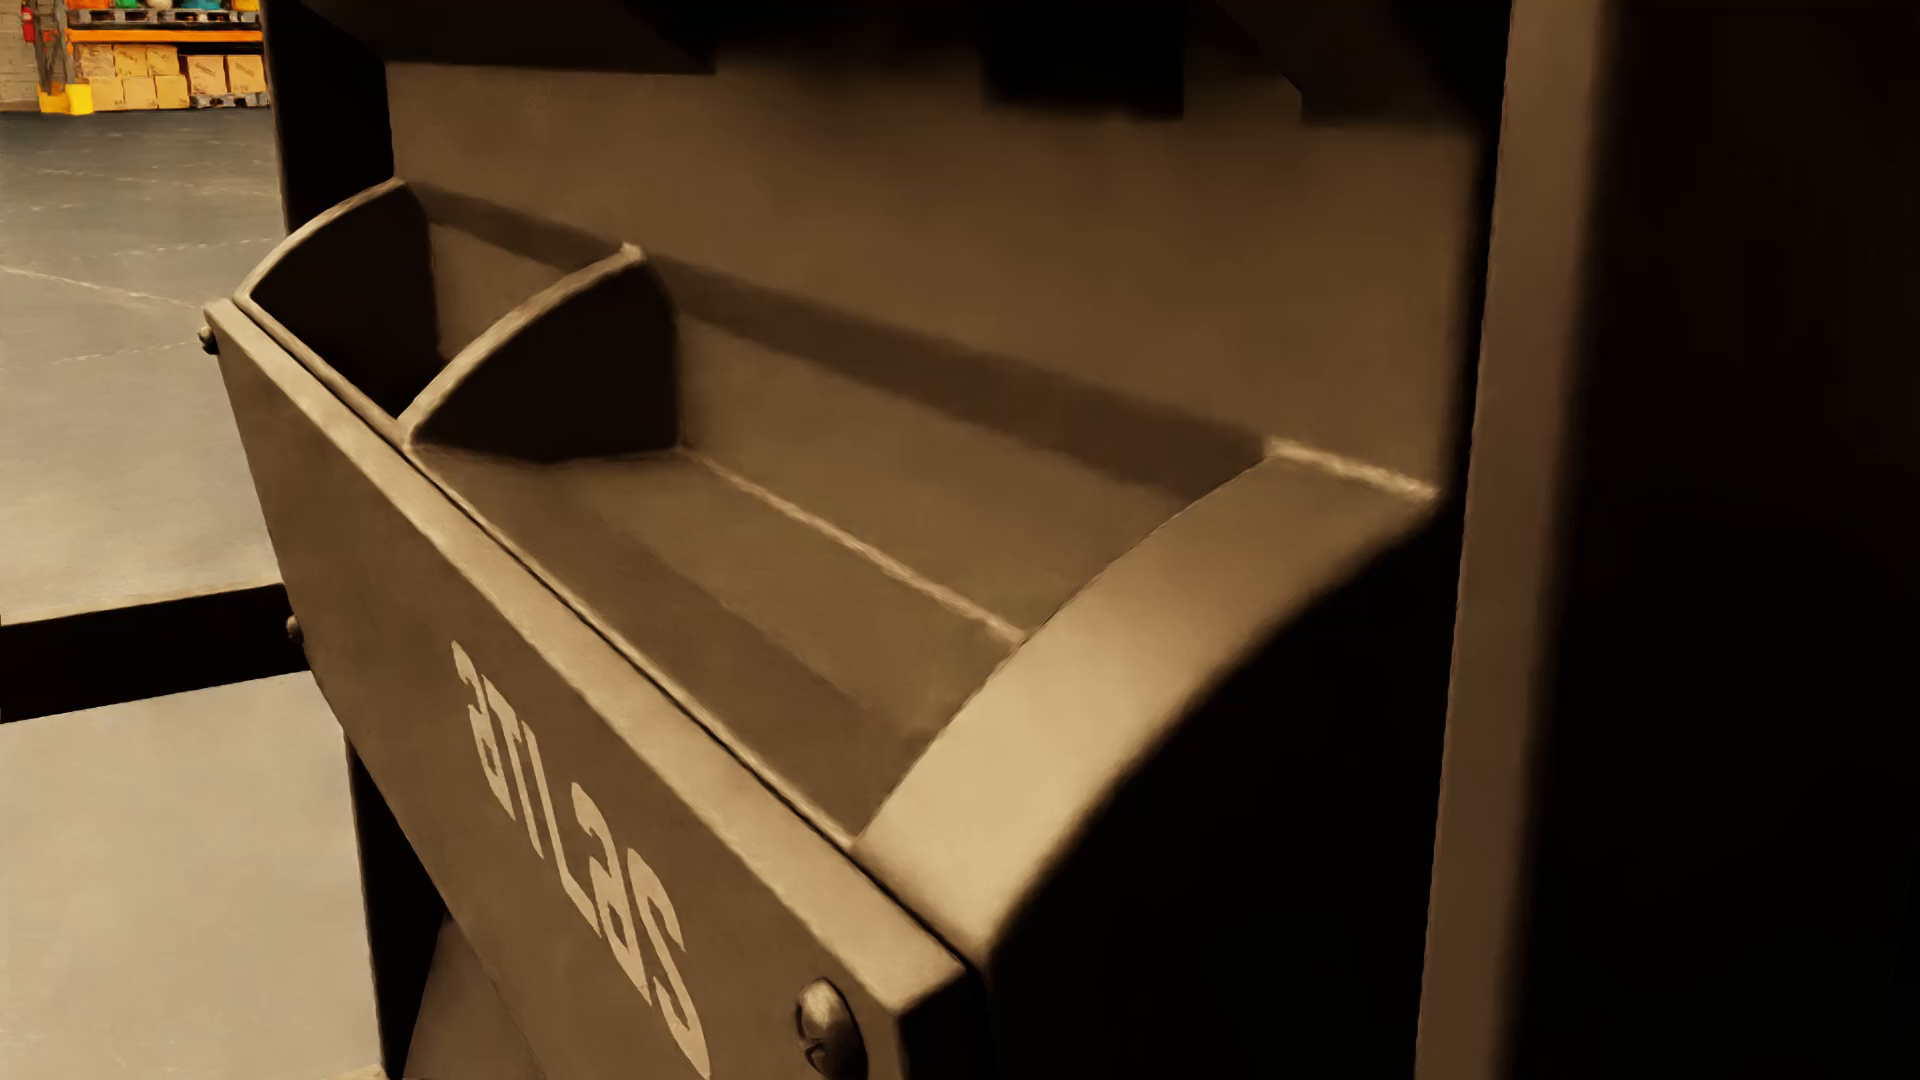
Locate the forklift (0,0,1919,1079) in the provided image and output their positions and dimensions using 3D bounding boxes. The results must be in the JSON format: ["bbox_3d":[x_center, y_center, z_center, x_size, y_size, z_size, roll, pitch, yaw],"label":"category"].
[{"bbox_3d":[-0.362,-0.477,0.468,3.031,2.935,1.130,-10,19,-29],"label":"forklift"}]
